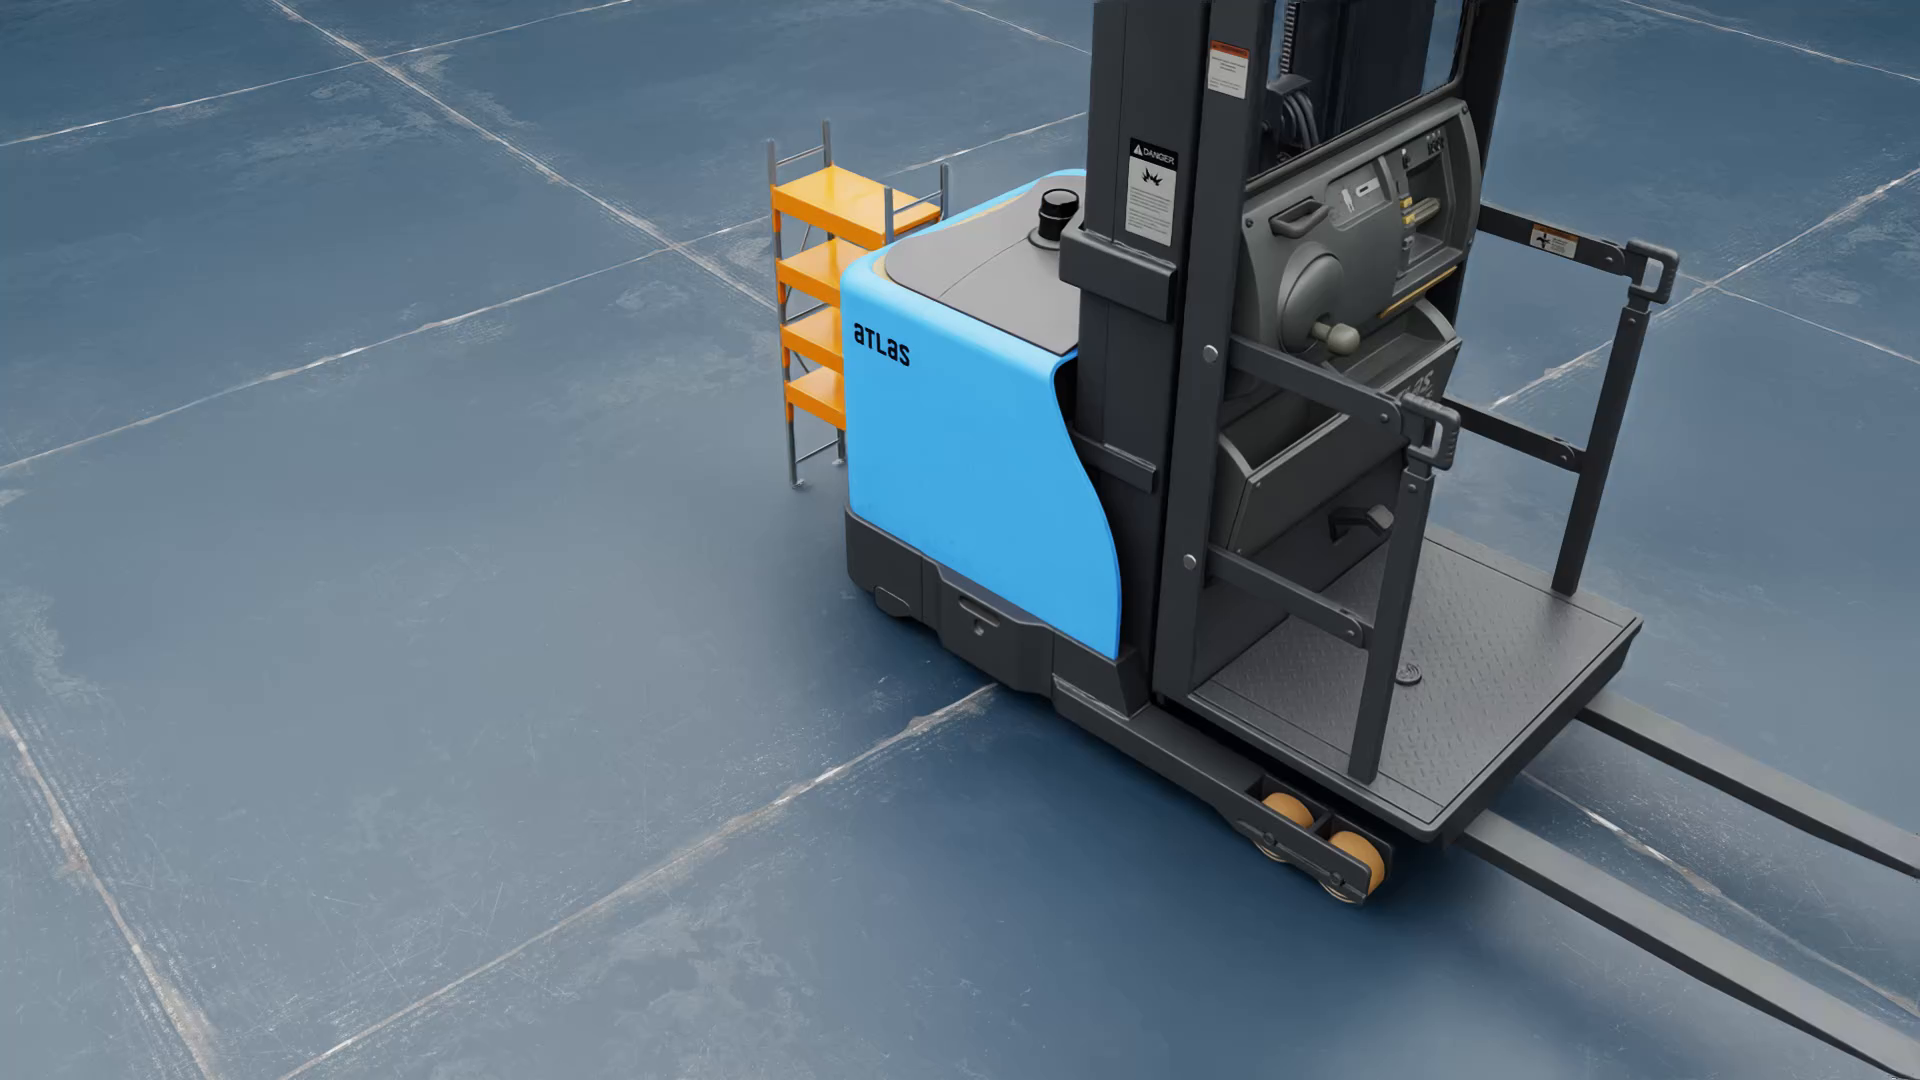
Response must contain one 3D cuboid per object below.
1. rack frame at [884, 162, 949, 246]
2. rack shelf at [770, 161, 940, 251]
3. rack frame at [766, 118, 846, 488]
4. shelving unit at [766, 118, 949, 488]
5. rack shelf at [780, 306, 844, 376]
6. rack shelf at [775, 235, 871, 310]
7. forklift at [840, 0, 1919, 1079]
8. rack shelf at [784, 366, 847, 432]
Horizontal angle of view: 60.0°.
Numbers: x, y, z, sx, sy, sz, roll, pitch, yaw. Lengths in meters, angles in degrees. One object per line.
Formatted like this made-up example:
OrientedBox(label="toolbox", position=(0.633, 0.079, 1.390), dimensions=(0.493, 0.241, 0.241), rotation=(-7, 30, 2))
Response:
OrientedBox(label="rack frame", position=(-0.120, -0.520, 4.946), dimensions=(0.015, 1.200, 0.240), rotation=(29, 44, 34))
OrientedBox(label="rack shelf", position=(-0.297, -0.937, 4.856), dimensions=(0.480, 0.148, 0.258), rotation=(29, 44, 34))
OrientedBox(label="rack frame", position=(-0.474, -0.714, 5.220), dimensions=(0.015, 1.200, 0.240), rotation=(29, 44, 34))
OrientedBox(label="shelving unit", position=(-0.297, -0.617, 5.083), dimensions=(0.503, 1.200, 0.258), rotation=(29, 44, 34))
OrientedBox(label="rack shelf", position=(-0.297, -0.562, 5.122), dimensions=(0.480, 0.148, 0.258), rotation=(29, 44, 34))
OrientedBox(label="rack shelf", position=(-0.297, -0.744, 4.992), dimensions=(0.480, 0.148, 0.258), rotation=(29, 44, 34))
OrientedBox(label="forklift", position=(1.077, -0.666, 3.654), dimensions=(3.031, 2.935, 1.130), rotation=(29, 44, 34))
OrientedBox(label="rack shelf", position=(-0.297, -0.400, 5.236), dimensions=(0.480, 0.148, 0.258), rotation=(29, 44, 34))
